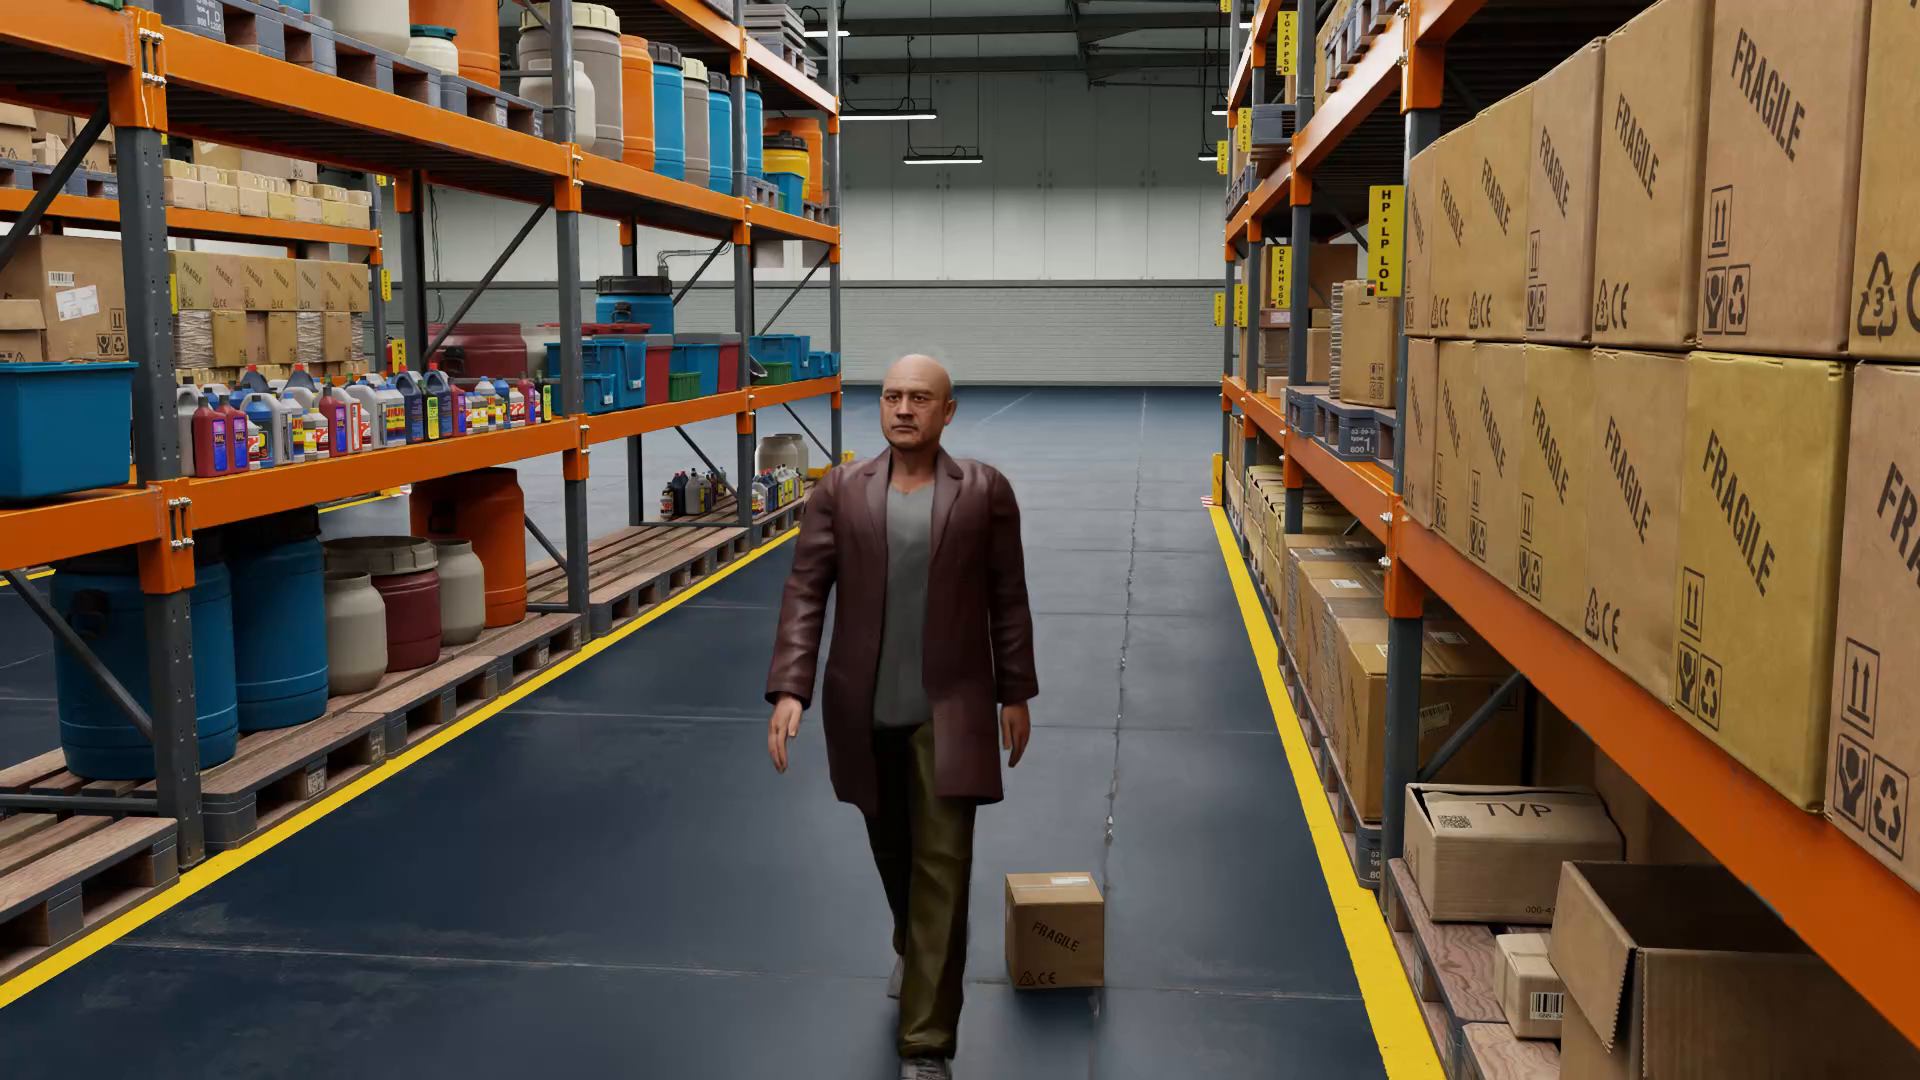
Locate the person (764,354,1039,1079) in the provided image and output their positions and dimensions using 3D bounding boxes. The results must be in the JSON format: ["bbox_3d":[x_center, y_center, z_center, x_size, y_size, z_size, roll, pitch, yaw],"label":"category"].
[{"bbox_3d":[-0.148,0.411,4.096,0.637,1.724,1.078,1,8,9],"label":"person"}]
